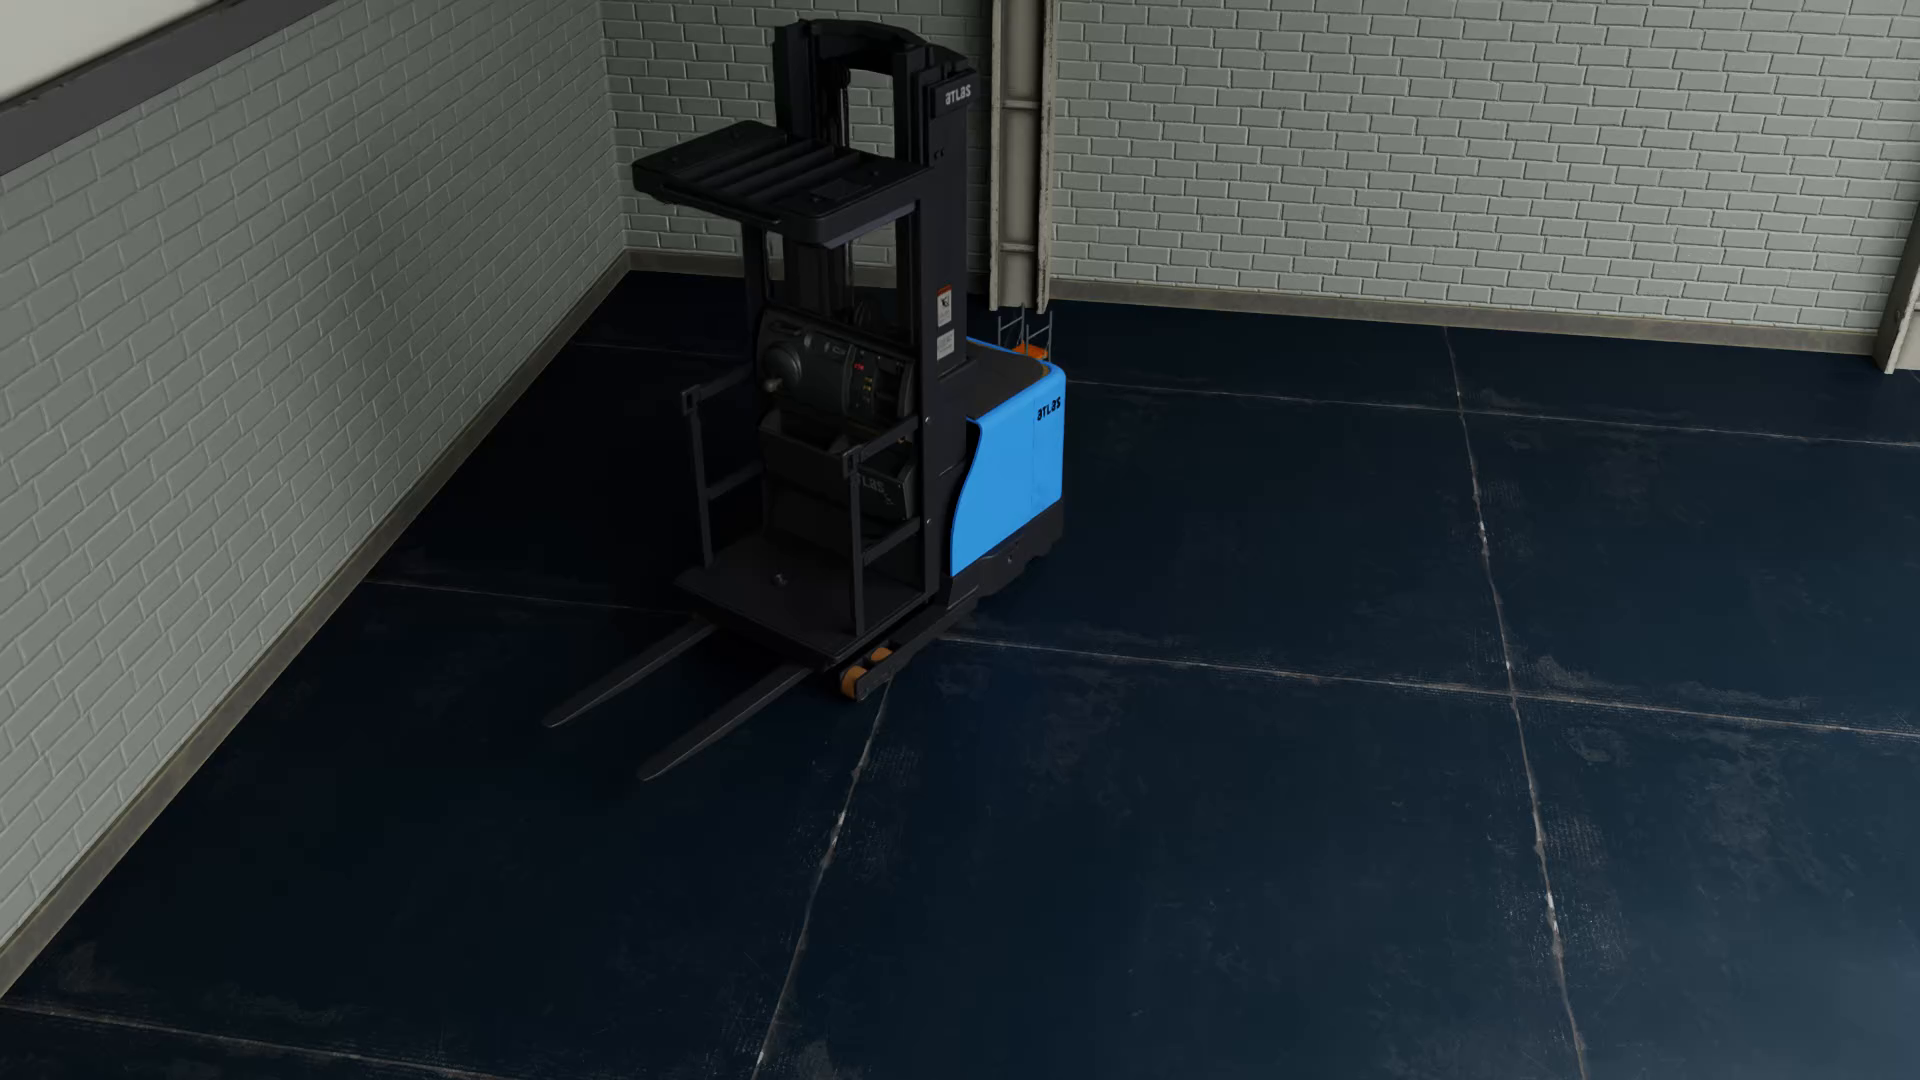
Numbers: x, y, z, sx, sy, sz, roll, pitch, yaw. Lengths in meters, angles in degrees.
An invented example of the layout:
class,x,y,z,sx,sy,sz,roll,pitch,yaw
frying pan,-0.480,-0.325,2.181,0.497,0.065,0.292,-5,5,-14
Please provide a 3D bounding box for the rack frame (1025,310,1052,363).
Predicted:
class,x,y,z,sx,sy,sz,roll,pitch,yaw
rack frame,0.422,-0.678,9.201,0.006,1.200,0.240,22,38,31

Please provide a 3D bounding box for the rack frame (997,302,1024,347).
class,x,y,z,sx,sy,sz,roll,pitch,yaw
rack frame,0.275,-0.736,9.295,0.006,1.200,0.240,22,38,31

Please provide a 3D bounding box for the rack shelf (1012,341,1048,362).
class,x,y,z,sx,sy,sz,roll,pitch,yaw
rack shelf,0.349,-0.975,9.081,0.180,0.103,0.258,22,38,31

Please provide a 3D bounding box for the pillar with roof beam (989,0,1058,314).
class,x,y,z,sx,sy,sz,roll,pitch,yaw
pillar with roof beam,-0.298,-3.266,5.987,0.400,9.000,9.100,5,32,8

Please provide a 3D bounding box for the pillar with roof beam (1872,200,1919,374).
class,x,y,z,sx,sy,sz,roll,pitch,yaw
pillar with roof beam,5.617,-2.731,5.131,0.400,9.000,9.100,5,32,8

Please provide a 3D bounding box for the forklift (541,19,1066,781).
class,x,y,z,sx,sy,sz,roll,pitch,yaw
forklift,-0.720,-0.763,7.706,1.130,2.935,3.031,22,38,31

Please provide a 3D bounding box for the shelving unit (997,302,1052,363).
class,x,y,z,sx,sy,sz,roll,pitch,yaw
shelving unit,0.349,-0.707,9.248,0.189,1.200,0.258,22,38,31
